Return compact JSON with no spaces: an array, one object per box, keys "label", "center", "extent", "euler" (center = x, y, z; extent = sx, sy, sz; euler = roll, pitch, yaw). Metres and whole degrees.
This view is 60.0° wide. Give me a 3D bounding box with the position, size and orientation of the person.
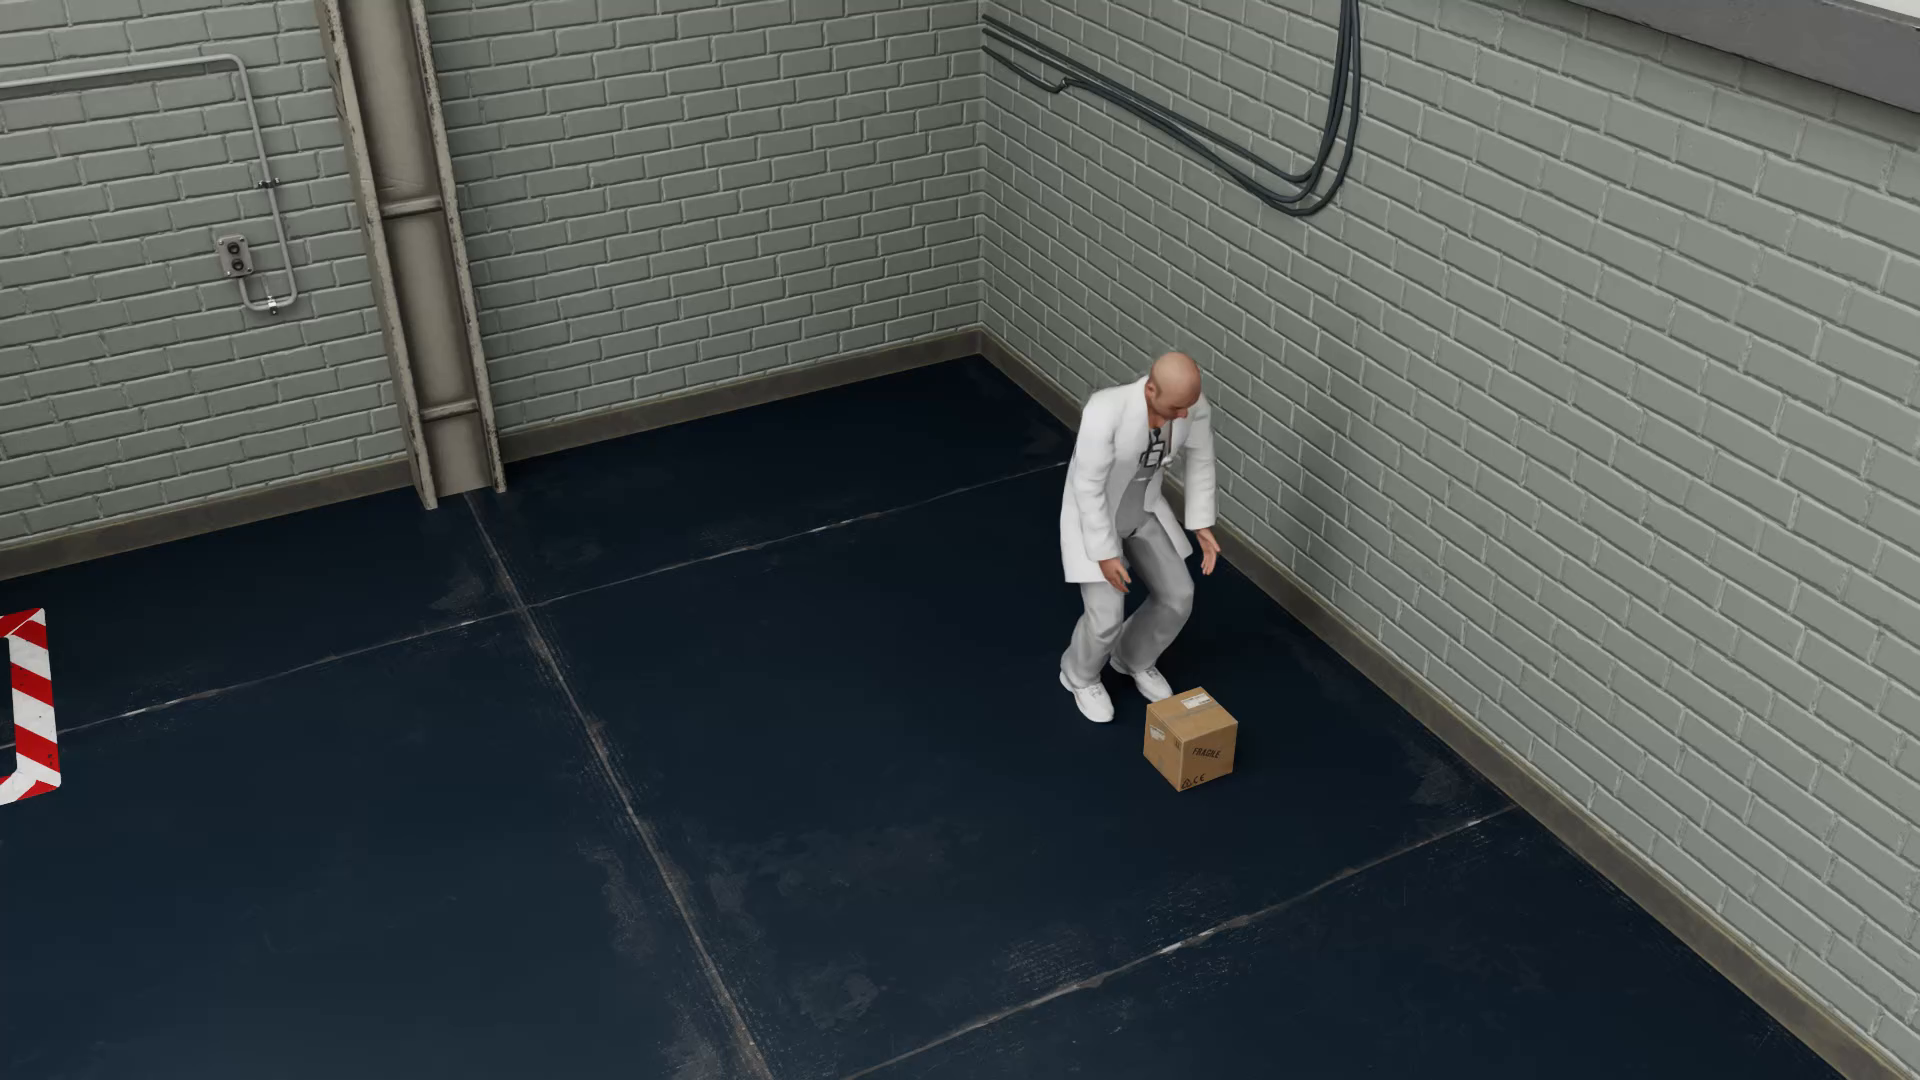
[{"label":"person","center":[0.675,-0.054,6.410],"extent":[0.621,1.601,0.564],"euler":[-15,36,-22]}]
